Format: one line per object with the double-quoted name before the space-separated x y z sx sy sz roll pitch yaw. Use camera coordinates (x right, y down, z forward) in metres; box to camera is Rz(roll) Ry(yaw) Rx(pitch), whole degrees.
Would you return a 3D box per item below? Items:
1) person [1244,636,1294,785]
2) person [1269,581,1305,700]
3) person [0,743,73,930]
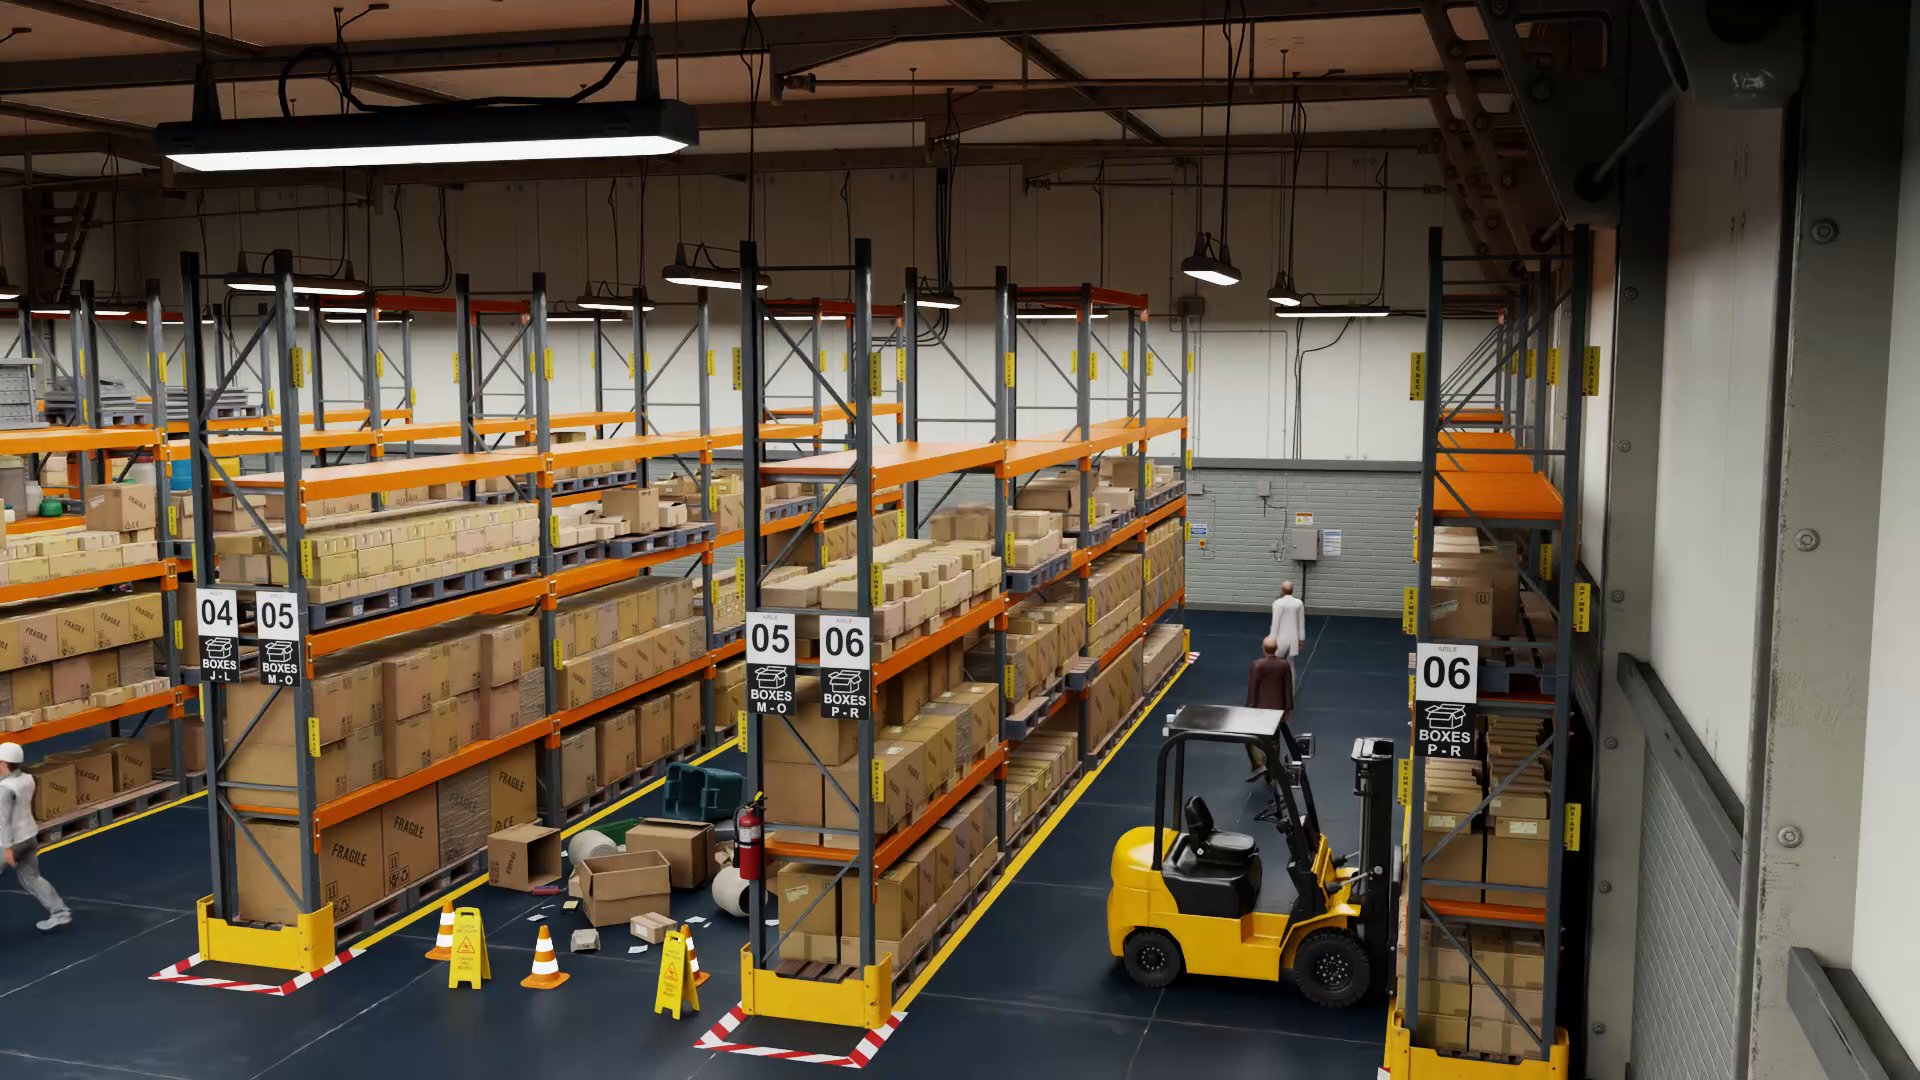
"person" 3.713 2.047 19.974 0.638 1.779 0.532 -2 7 -14
"person" 4.885 1.503 24.846 0.638 1.779 0.539 -3 7 -22
"person" -8.460 2.660 14.785 0.919 1.743 0.535 0 6 4
